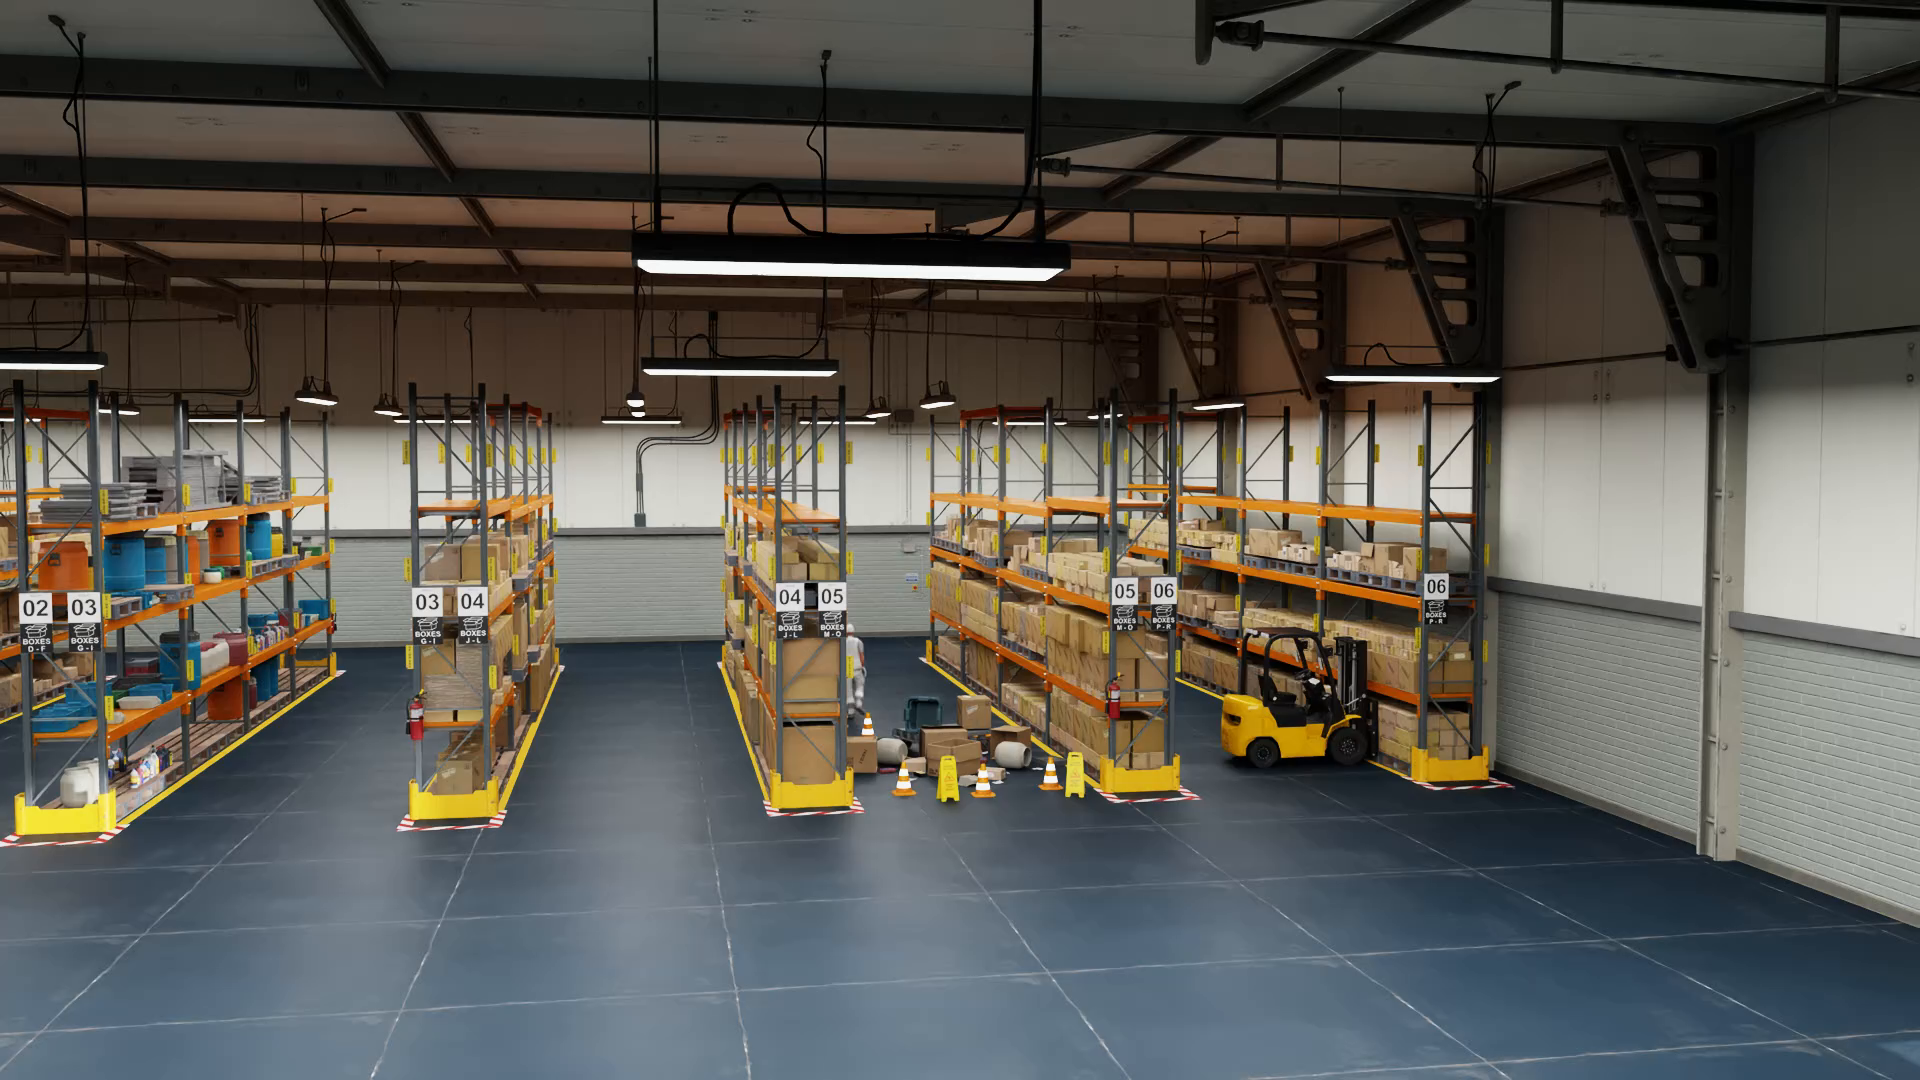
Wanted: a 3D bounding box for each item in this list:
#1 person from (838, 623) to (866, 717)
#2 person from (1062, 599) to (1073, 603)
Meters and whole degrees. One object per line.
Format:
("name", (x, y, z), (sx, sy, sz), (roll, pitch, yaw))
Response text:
("person", (-2.085, 2.478, 31.815), (0.571, 1.781, 0.459), (0, 3, -6))
("person", (2.891, 1.932, 43.467), (0.995, 1.734, 0.565), (-1, 3, -22))
